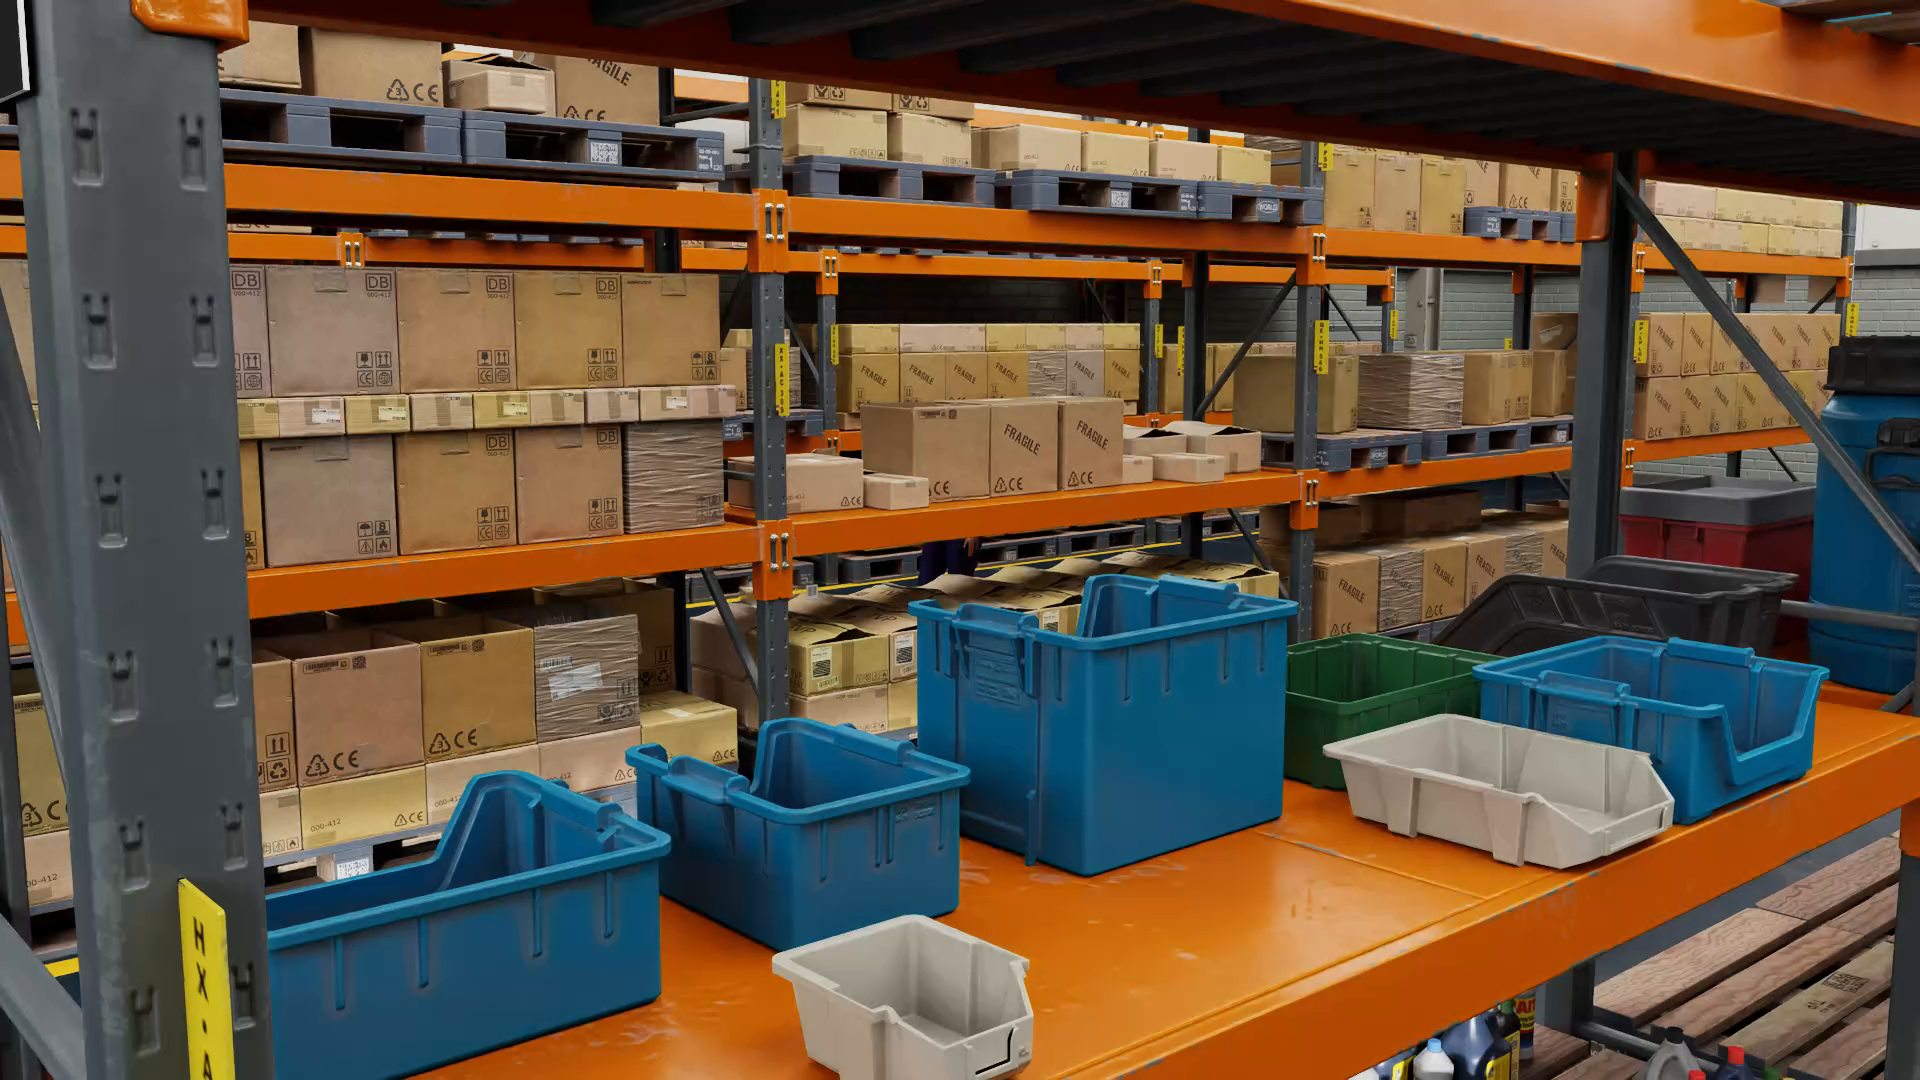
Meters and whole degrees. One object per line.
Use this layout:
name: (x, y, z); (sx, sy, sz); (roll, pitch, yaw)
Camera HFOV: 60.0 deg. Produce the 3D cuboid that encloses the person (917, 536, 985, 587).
person: (-0.140, 0.259, 11.166); (0.500, 1.032, 0.525); (-7, 10, -41)
